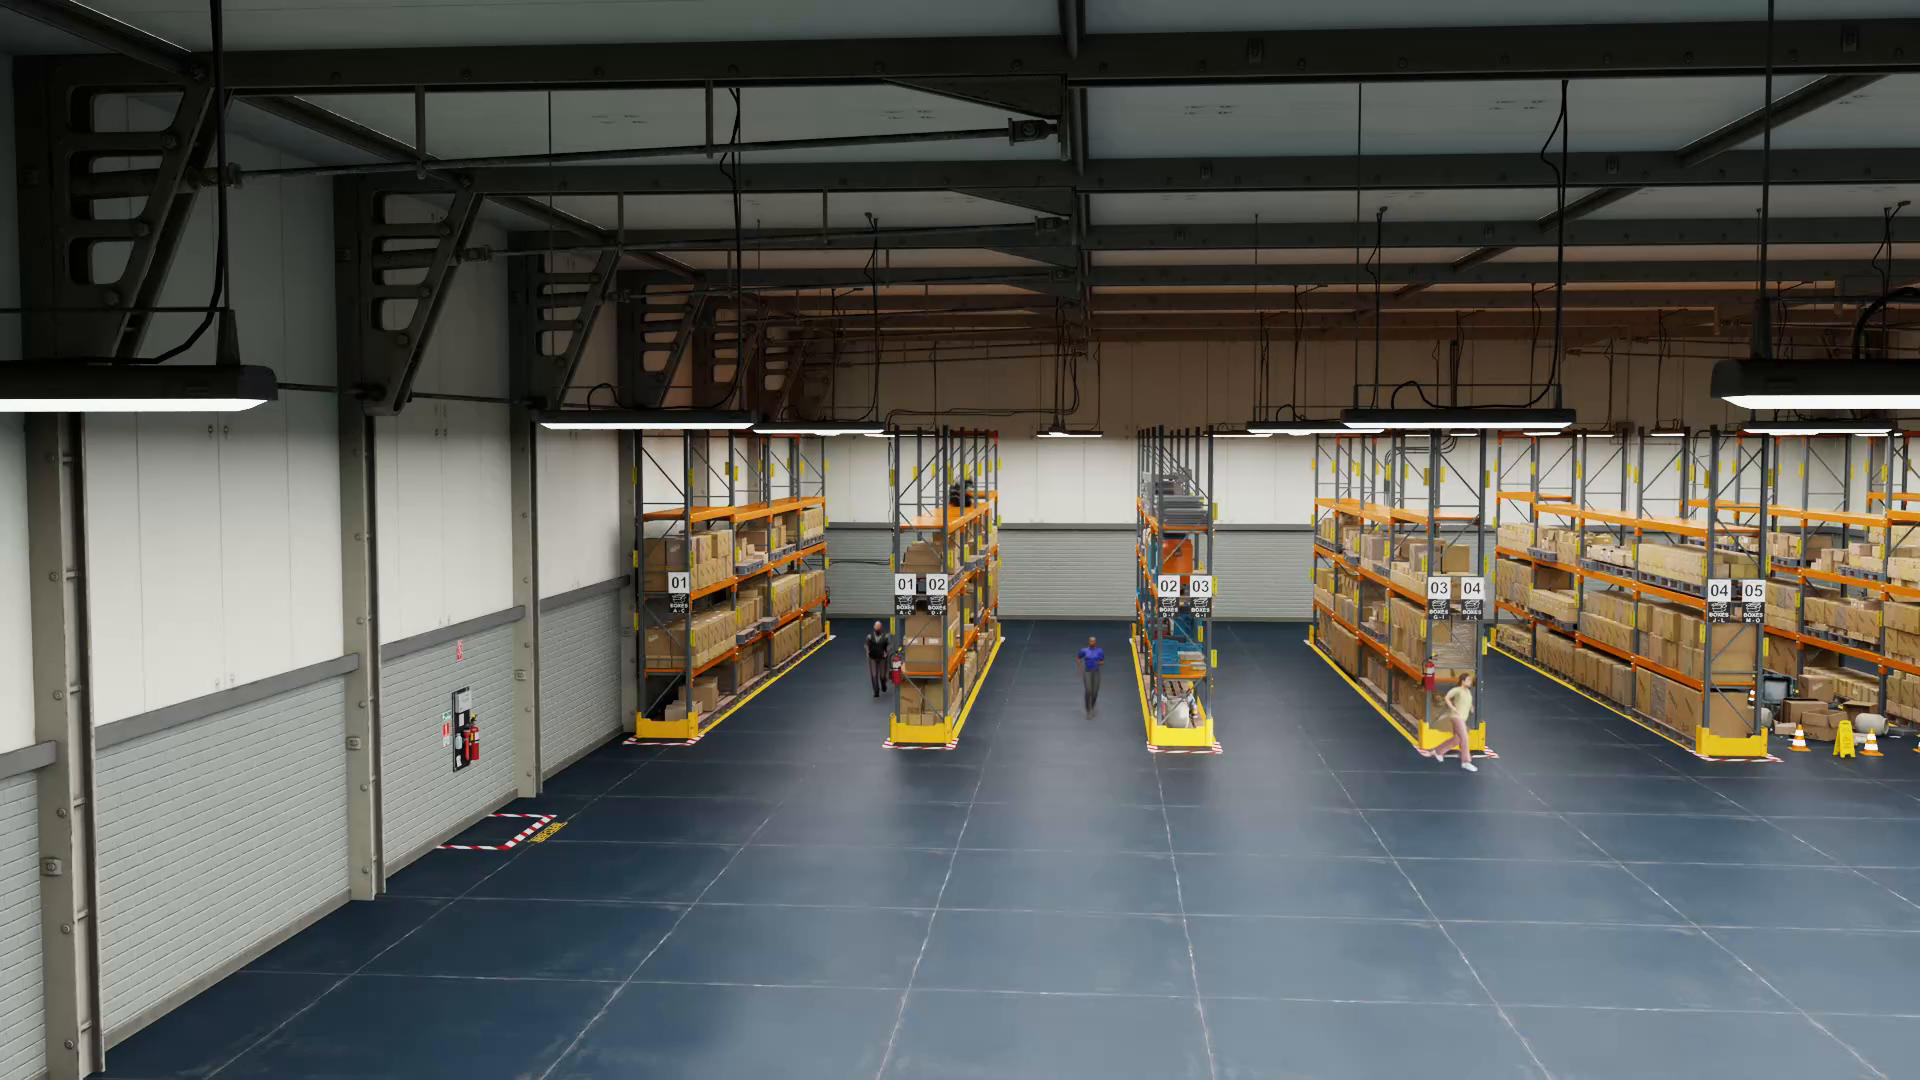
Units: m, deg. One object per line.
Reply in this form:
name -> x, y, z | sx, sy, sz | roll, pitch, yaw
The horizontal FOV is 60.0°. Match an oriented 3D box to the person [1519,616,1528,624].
person -> 16.228, 2.078, 47.404 | 0.610, 1.610, 0.766 | 2, 4, 29

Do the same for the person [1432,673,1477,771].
person -> 8.809, 3.154, 29.263 | 0.615, 1.639, 0.929 | -3, 5, -44

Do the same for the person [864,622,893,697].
person -> -1.831, 2.657, 37.102 | 0.657, 1.669, 0.612 | 0, 3, 4

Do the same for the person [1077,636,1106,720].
person -> 2.720, 2.831, 34.342 | 0.547, 1.718, 0.761 | 0, 3, -8

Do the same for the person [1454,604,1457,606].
person -> 13.757, 2.061, 46.726 | 0.615, 1.766, 0.778 | -3, 5, -41
